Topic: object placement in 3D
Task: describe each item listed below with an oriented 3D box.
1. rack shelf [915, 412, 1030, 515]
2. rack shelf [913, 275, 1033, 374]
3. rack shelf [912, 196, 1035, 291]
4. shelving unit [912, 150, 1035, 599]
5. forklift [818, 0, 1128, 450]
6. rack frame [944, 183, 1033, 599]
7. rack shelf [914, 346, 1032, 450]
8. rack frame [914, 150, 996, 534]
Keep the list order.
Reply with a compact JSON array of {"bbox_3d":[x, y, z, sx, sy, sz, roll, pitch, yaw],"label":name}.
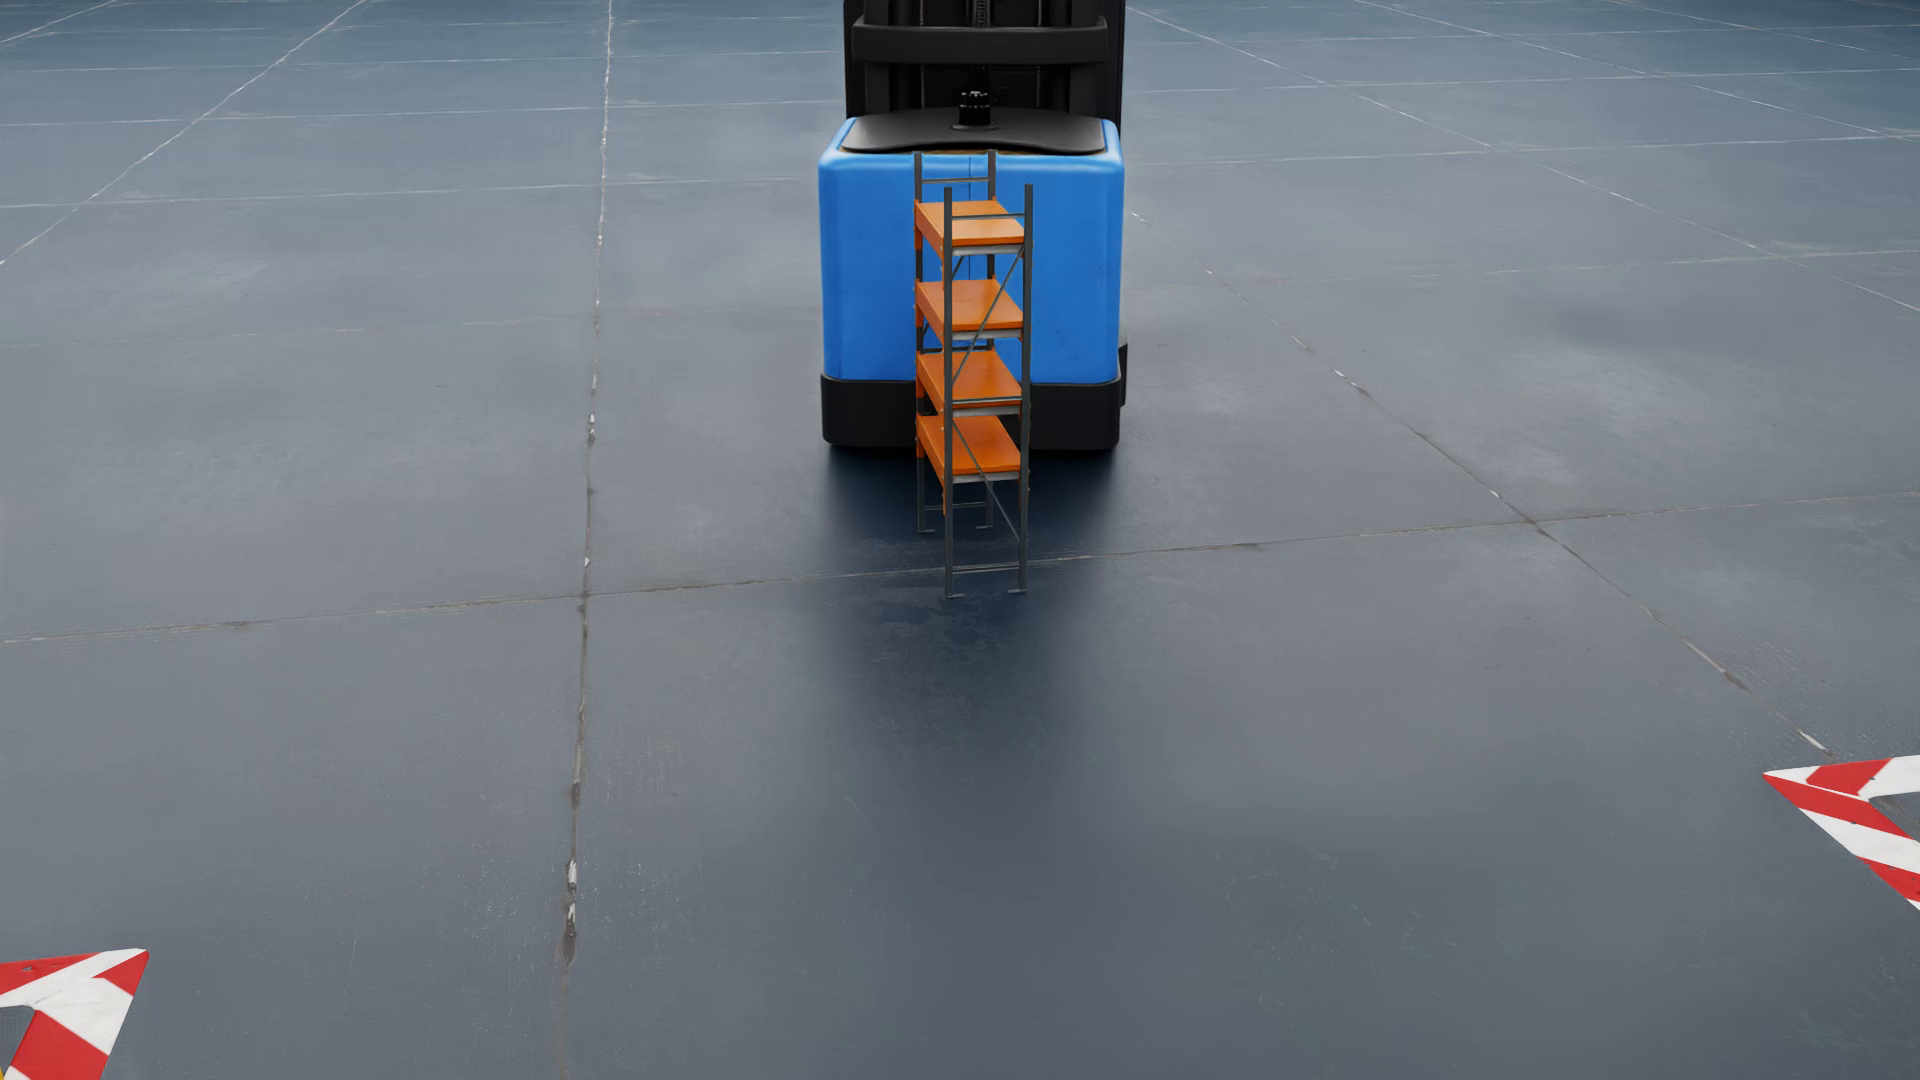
[{"bbox_3d":[0.031,-0.241,4.967,0.258,0.148,0.480,-4,24,-10],"label":"rack shelf"},{"bbox_3d":[0.031,-0.628,4.798,0.258,0.148,0.480,-4,24,-10],"label":"rack shelf"},{"bbox_3d":[0.031,-0.845,4.704,0.258,0.148,0.480,-4,24,-10],"label":"rack shelf"},{"bbox_3d":[0.031,-0.485,4.861,0.258,1.200,0.503,-4,24,-10],"label":"shelving unit"},{"bbox_3d":[0.106,-2.202,6.629,1.130,2.935,3.031,1,24,3],"label":"forklift"},{"bbox_3d":[0.076,-0.389,4.641,0.240,1.200,0.015,-4,24,-10],"label":"rack frame"},{"bbox_3d":[0.031,-0.423,4.888,0.258,0.148,0.480,-4,24,-10],"label":"rack shelf"},{"bbox_3d":[-0.014,-0.581,5.081,0.240,1.200,0.015,-4,24,-10],"label":"rack frame"}]
